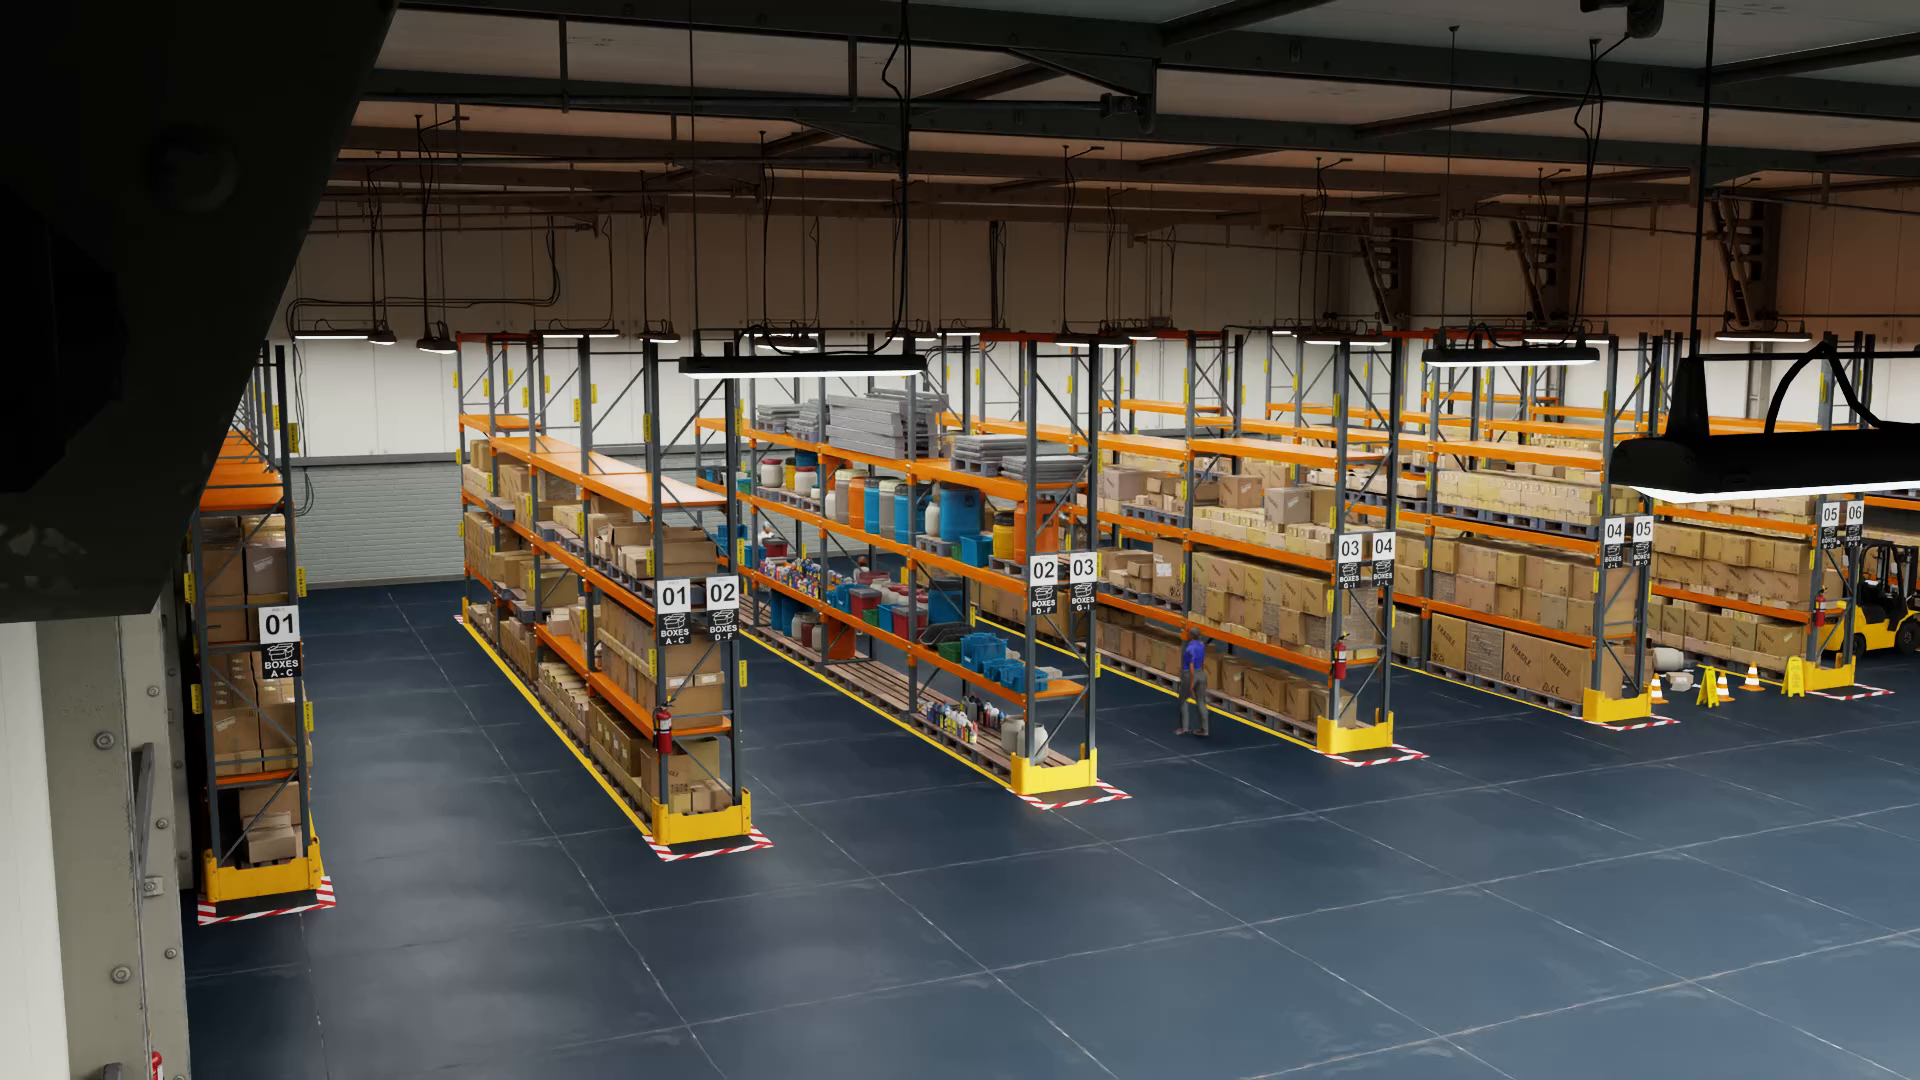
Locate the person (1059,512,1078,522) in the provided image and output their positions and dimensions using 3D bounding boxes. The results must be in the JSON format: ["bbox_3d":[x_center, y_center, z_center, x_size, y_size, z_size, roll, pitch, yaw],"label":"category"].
[{"bbox_3d":[2.733,-0.107,41.355,0.535,1.744,0.902,7,10,43],"label":"person"}]

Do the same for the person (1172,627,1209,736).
[{"bbox_3d":[3.561,2.160,25.160,0.461,1.699,0.588,-5,9,-33],"label":"person"}]

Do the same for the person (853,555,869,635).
[{"bbox_3d":[-1.923,1.110,32.916,0.461,1.593,0.468,1,8,8],"label":"person"}]

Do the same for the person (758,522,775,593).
[{"bbox_3d":[-4.333,0.410,37.888,0.789,1.660,0.477,5,9,34],"label":"person"}]
